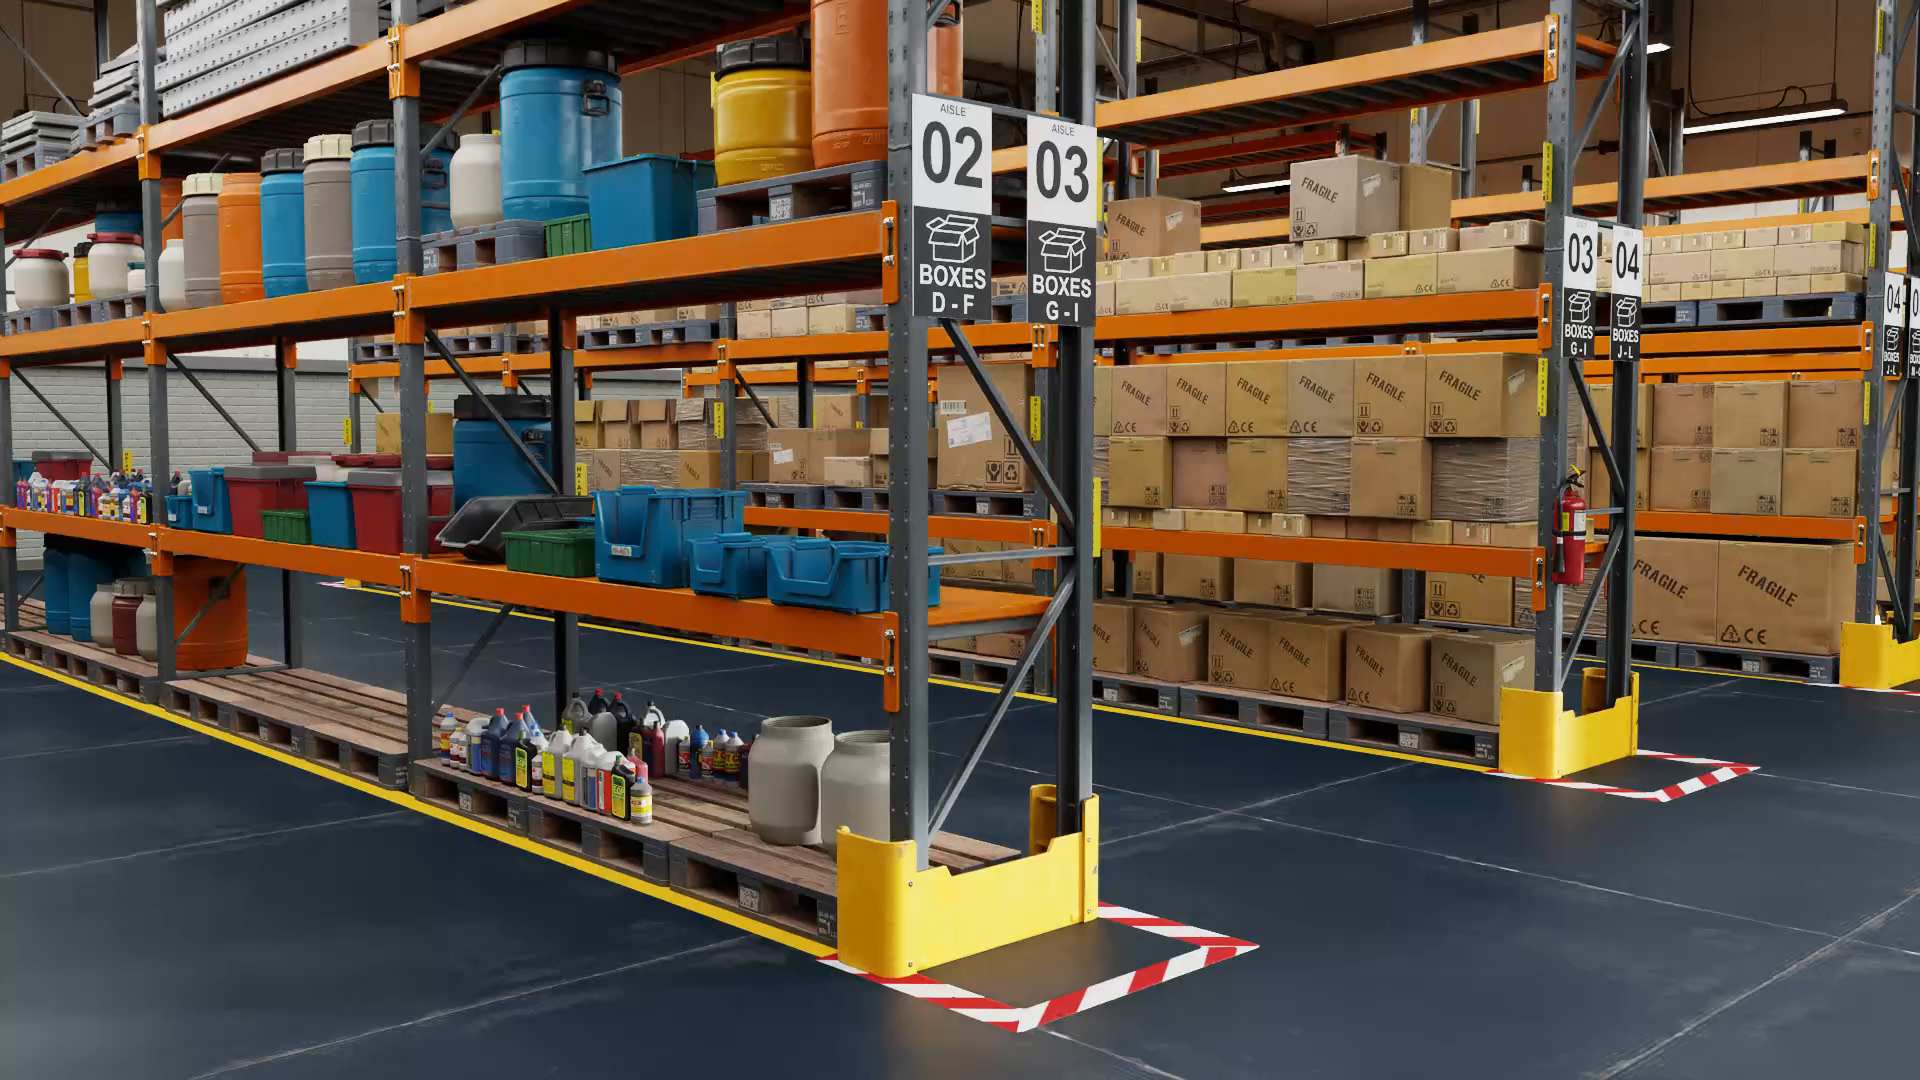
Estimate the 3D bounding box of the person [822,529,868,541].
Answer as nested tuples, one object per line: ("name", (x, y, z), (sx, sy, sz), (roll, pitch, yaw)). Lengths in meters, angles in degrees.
("person", (-1.199, -0.048, 17.453), (0.425, 1.773, 0.653), (4, 5, 43))
